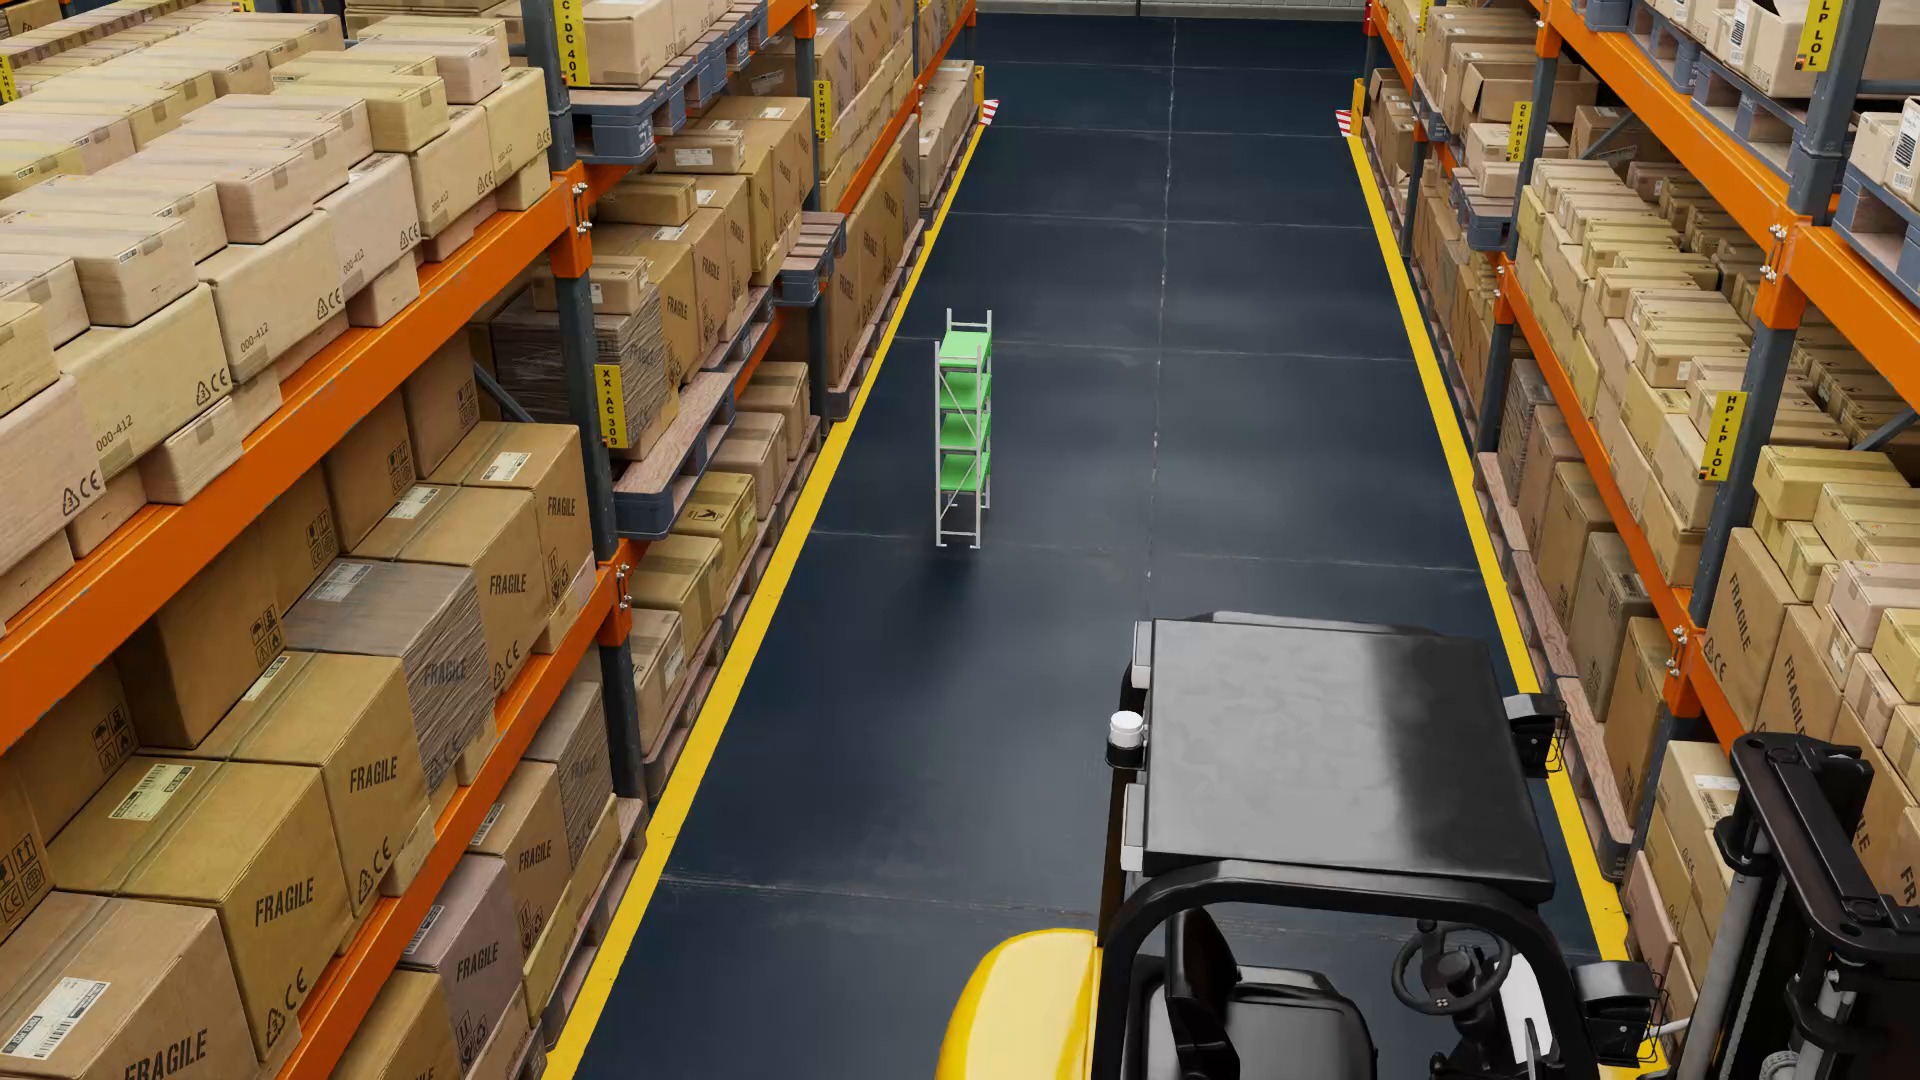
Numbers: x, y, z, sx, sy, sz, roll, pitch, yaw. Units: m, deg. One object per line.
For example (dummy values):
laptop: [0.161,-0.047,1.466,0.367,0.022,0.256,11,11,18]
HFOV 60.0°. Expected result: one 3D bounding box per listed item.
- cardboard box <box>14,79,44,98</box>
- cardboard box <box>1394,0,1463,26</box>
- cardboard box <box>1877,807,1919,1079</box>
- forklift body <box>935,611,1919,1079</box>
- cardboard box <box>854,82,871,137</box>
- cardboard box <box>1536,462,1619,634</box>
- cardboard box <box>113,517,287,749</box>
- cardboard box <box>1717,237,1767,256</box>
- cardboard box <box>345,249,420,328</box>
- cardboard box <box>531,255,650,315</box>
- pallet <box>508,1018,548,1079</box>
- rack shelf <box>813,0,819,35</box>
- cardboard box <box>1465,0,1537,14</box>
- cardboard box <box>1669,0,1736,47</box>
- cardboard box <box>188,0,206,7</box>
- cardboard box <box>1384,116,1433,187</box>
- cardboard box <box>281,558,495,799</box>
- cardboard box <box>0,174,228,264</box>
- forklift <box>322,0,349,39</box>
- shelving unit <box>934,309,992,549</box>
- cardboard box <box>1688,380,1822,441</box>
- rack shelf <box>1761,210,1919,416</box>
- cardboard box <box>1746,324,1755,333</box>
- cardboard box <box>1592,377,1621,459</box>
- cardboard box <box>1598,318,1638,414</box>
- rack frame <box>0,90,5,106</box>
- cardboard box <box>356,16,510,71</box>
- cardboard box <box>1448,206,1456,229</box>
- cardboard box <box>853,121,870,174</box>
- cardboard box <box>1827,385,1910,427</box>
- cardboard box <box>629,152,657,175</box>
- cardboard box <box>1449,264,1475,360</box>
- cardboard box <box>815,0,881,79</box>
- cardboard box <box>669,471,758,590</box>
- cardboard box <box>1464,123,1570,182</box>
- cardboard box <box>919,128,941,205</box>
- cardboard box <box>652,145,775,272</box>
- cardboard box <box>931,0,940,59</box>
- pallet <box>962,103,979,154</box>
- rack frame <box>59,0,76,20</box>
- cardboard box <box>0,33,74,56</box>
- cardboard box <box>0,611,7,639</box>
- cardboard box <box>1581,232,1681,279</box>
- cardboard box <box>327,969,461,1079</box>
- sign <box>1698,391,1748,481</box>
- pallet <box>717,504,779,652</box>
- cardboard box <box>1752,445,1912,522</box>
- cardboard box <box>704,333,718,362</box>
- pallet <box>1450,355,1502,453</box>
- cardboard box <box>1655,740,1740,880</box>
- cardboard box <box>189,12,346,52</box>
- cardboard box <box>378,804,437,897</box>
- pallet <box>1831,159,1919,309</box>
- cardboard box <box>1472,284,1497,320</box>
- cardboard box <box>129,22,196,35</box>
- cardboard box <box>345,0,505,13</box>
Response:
cardboard box: [-6.003,-2.800,10.480,0.380,0.149,0.250,3,28,6]
cardboard box: [4.095,-4.644,14.552,0.500,0.250,0.500,3,28,5]
cardboard box: [2.605,1.023,4.082,0.500,0.500,0.500,4,29,7]
forklift body: [1.041,1.412,4.362,2.313,2.155,1.214,3,28,6]
cardboard box: [-0.883,-2.871,11.048,0.500,0.250,0.500,3,28,6]
cardboard box: [3.355,0.049,8.057,0.875,0.625,0.625,2,28,4]
cardboard box: [-2.233,0.171,4.297,0.700,0.500,0.500,3,28,6]
cardboard box: [3.729,-1.285,7.684,0.380,0.149,0.250,3,28,5]
cardboard box: [-1.694,-0.693,4.476,0.380,0.149,0.250,4,29,8]
cardboard box: [-1.409,-0.979,6.359,0.380,0.149,0.250,3,28,6]
pallet: [-2.012,1.989,5.336,1.003,0.211,1.213,3,28,6]
rack shelf: [-1.082,-3.961,11.036,1.077,0.370,4.000,3,28,6]
cardboard box: [4.536,-4.693,13.852,0.500,0.500,0.500,3,28,5]
cardboard box: [3.050,-2.073,6.318,0.500,0.311,0.500,2,28,4]
cardboard box: [-6.267,-4.316,13.294,0.380,0.149,0.250,5,29,9]
cardboard box: [4.140,-3.408,14.606,0.700,0.500,0.500,2,28,4]
cardboard box: [-1.741,0.403,4.921,0.500,0.500,0.500,4,29,8]
cardboard box: [-1.844,-0.681,3.613,0.380,0.149,0.250,4,29,7]
forklift: [-3.259,-1.849,9.593,1.130,2.935,3.031,4,29,8]
shelving unit: [0.020,-0.606,9.110,0.258,1.200,0.503,3,28,6]
cardboard box: [2.944,-0.472,6.174,0.380,0.149,0.250,3,28,5]
rack shelf: [2.864,0.091,3.514,1.077,0.370,4.000,3,28,6]
cardboard box: [3.571,-0.701,7.020,0.500,0.250,0.500,3,28,5]
cardboard box: [3.059,-0.502,7.177,0.500,0.250,0.500,4,29,7]
cardboard box: [3.040,-0.729,7.072,0.500,0.250,0.500,4,29,7]
rack frame: [-6.253,-2.256,10.275,1.000,3.000,0.127,3,28,6]
cardboard box: [-1.640,-1.532,5.193,0.380,0.149,0.250,4,29,7]
cardboard box: [3.716,-2.327,11.916,0.380,0.149,0.250,3,28,6]
cardboard box: [-0.902,-2.655,11.174,0.500,0.250,0.500,4,29,8]
cardboard box: [3.450,-0.452,6.137,0.380,0.149,0.250,2,28,5]
cardboard box: [-1.728,-1.681,8.346,0.500,0.500,0.500,4,29,7]
cardboard box: [3.571,-1.507,11.077,0.500,0.500,0.500,5,29,8]
cardboard box: [-0.829,-3.432,11.298,0.500,0.500,0.500,4,29,7]
cardboard box: [-1.588,-0.074,8.553,0.950,0.372,0.625,4,29,8]
cardboard box: [3.407,-2.363,10.190,0.500,0.250,0.500,2,28,4]
cardboard box: [-0.654,-3.245,14.369,0.875,0.438,0.875,3,28,5]
cardboard box: [-1.220,-1.664,8.314,0.500,0.500,0.500,1,28,3]
cardboard box: [-0.454,-4.385,14.121,0.500,0.500,0.500,4,29,7]
pallet: [-0.368,-4.173,16.773,1.003,0.211,1.213,3,28,6]
rack frame: [-10.183,-6.357,17.888,1.000,3.000,0.127,3,28,6]
cardboard box: [-6.487,-3.458,11.701,0.380,0.149,0.250,5,29,9]
cardboard box: [-1.935,0.151,2.909,0.380,0.149,0.250,4,29,8]
cardboard box: [3.120,-1.318,7.744,0.380,0.149,0.250,4,29,7]
cardboard box: [-1.803,1.588,4.804,0.500,0.500,0.500,4,29,7]
sign: [2.569,-0.348,5.596,0.100,0.325,0.005,3,28,6]
pallet: [-1.577,0.152,8.745,1.003,0.211,1.213,3,28,6]
cardboard box: [2.776,-0.174,5.307,0.380,0.149,0.250,4,29,7]
cardboard box: [-1.333,-0.939,7.652,0.380,0.149,0.250,4,29,7]
pallet: [3.728,-0.851,10.607,1.003,0.211,1.213,3,28,6]
cardboard box: [2.738,0.949,5.729,0.500,0.250,0.500,3,28,5]
cardboard box: [-2.180,-1.565,5.253,0.380,0.149,0.250,3,28,5]
cardboard box: [-1.732,0.867,4.743,0.380,0.149,0.250,4,29,7]
pallet: [3.030,-0.725,4.364,1.003,0.211,1.213,3,28,6]
cardboard box: [3.411,-1.477,10.337,0.380,0.149,0.250,2,28,4]
cardboard box: [-5.778,-3.661,12.078,0.380,0.149,0.250,2,28,4]
cardboard box: [-1.873,-2.073,5.960,0.500,0.250,0.500,4,29,7]
